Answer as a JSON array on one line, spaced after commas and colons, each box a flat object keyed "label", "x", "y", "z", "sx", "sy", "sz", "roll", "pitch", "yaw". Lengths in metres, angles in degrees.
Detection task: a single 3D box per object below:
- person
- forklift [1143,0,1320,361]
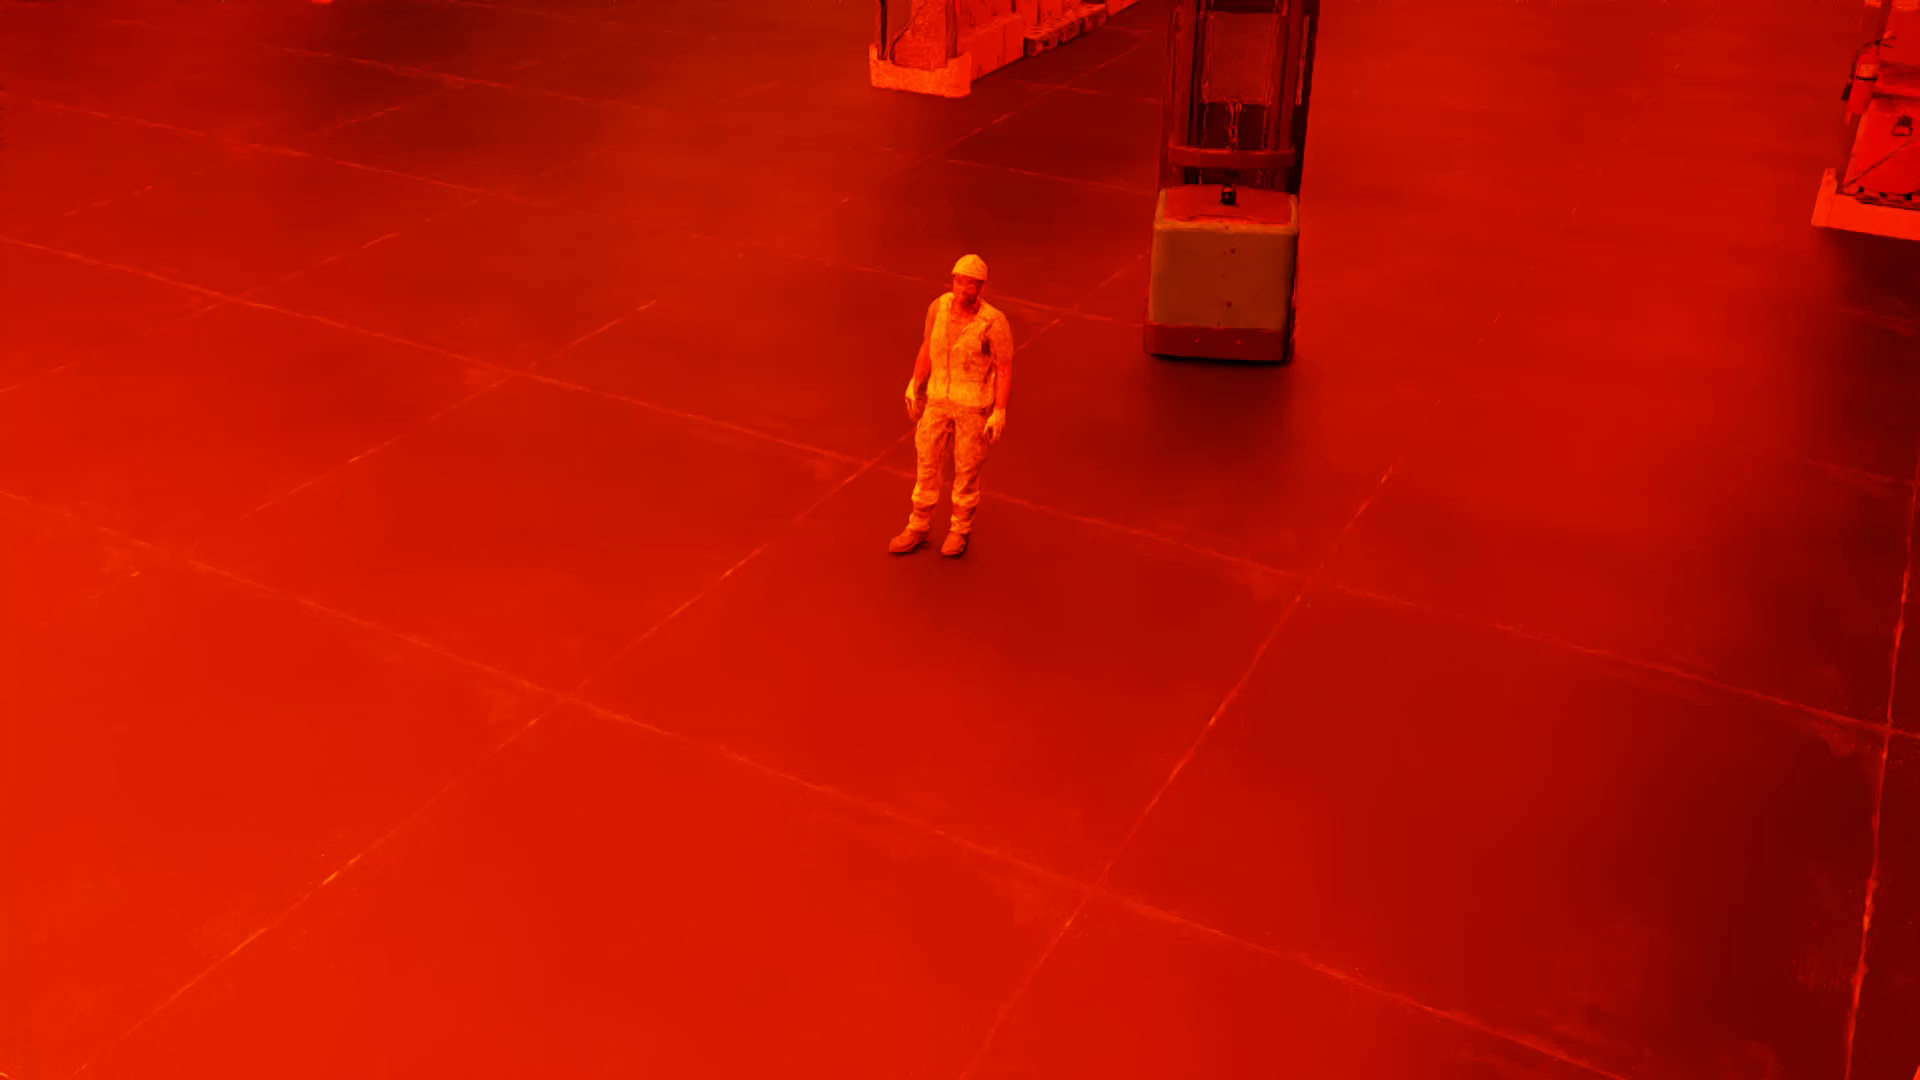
[{"label": "person", "x": -0.048, "y": -0.746, "z": 9.497, "sx": 0.637, "sy": 1.783, "sz": 0.563, "roll": 15, "pitch": 33, "yaw": 25}, {"label": "forklift", "x": 2.107, "y": -3.289, "z": 12.769, "sx": 1.130, "sy": 2.935, "sz": 3.031, "roll": 4, "pitch": 30, "yaw": 8}]
